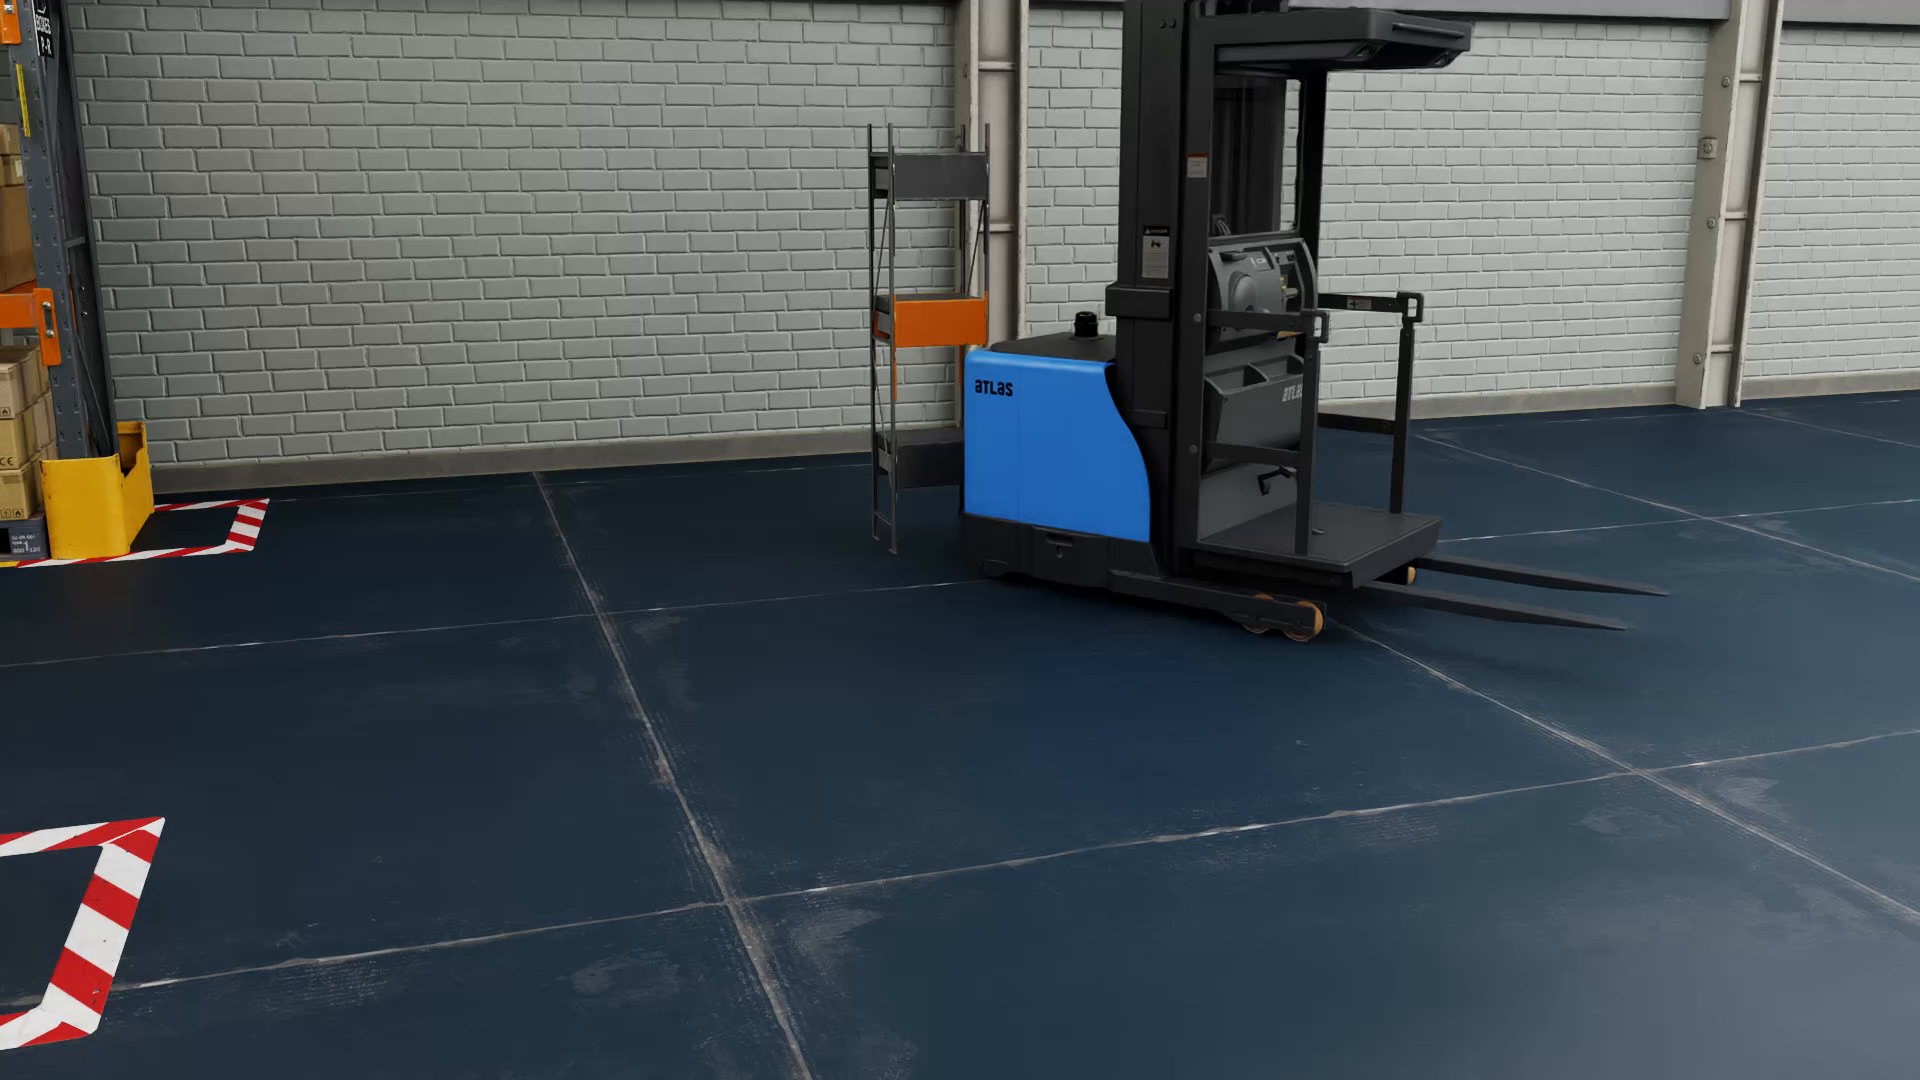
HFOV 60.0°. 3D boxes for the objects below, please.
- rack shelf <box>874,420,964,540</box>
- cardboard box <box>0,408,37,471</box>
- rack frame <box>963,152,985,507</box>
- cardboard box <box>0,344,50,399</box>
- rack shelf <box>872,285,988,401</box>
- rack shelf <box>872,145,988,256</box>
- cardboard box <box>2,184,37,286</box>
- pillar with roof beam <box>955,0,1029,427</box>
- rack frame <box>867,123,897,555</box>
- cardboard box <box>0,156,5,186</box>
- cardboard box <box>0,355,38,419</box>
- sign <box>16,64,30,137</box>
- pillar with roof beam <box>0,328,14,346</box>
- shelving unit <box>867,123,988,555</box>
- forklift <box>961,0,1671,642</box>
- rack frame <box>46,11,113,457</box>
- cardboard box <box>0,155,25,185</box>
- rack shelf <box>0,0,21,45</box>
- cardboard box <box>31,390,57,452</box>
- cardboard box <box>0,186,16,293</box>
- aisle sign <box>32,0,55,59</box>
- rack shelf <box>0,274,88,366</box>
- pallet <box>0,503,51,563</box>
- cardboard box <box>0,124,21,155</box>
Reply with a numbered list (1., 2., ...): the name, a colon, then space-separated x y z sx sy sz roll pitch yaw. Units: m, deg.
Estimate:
1. rack shelf: -0.157 -0.315 8.514 0.480 0.518 0.431 -4 14 -18
2. cardboard box: -4.900 -0.499 8.213 0.500 0.250 0.500 -5 14 -19
3. rack frame: 0.074 -1.028 8.425 0.006 1.831 0.380 -4 14 -18
4. cardboard box: -5.054 -0.853 8.620 0.500 0.250 0.500 -5 14 -19
5. rack shelf: -0.157 -0.996 8.352 0.480 0.518 0.431 -4 14 -18
6. rack shelf: -0.157 -1.677 8.190 0.480 0.518 0.431 -4 14 -18
7. cardboard box: -5.096 -1.567 8.531 0.500 0.500 0.500 -4 14 -16
8. pillar with roof beam: 1.574 -4.057 6.254 0.400 9.000 9.100 -4 14 -18
9. rack frame: -0.388 -0.991 8.273 0.015 2.100 0.400 -4 14 -18
10. cardboard box: -4.777 -1.771 7.988 0.250 0.149 0.380 -4 14 -17
11. cardboard box: -4.875 -0.744 8.164 0.500 0.250 0.500 -4 14 -16
12. sign: -4.378 -2.052 7.775 0.005 0.325 0.100 -4 14 -18
13. pillar with roof beam: -4.112 -3.614 4.392 0.400 9.000 9.100 -4 14 -18
14. shelving unit: -0.159 -1.009 8.348 0.499 2.100 0.431 -4 14 -18
15. forklift: 1.278 -1.181 7.275 3.560 2.935 1.130 10 17 35
16. rack frame: -4.537 -1.493 8.438 0.053 2.616 0.949 -4 14 -18
17. cardboard box: -4.942 -1.890 8.488 0.250 0.149 0.380 -5 14 -20
18. rack shelf: -6.434 -2.455 7.556 4.000 0.370 1.077 -4 14 -18
19. cardboard box: -5.050 -0.614 8.698 0.500 0.250 0.500 -4 14 -17
20. cardboard box: -4.921 -1.448 8.034 0.500 0.500 0.500 -5 14 -19
21. aisle sign: -4.382 -2.699 7.889 0.004 0.787 0.394 -4 14 -18
22. rack shelf: -6.434 -0.996 7.903 4.000 0.370 1.077 -4 14 -18
23. pallet: -5.249 -0.072 8.487 1.213 0.211 1.003 -4 14 -18
24. cardboard box: -4.924 -2.025 8.412 0.250 0.149 0.380 -5 14 -19
